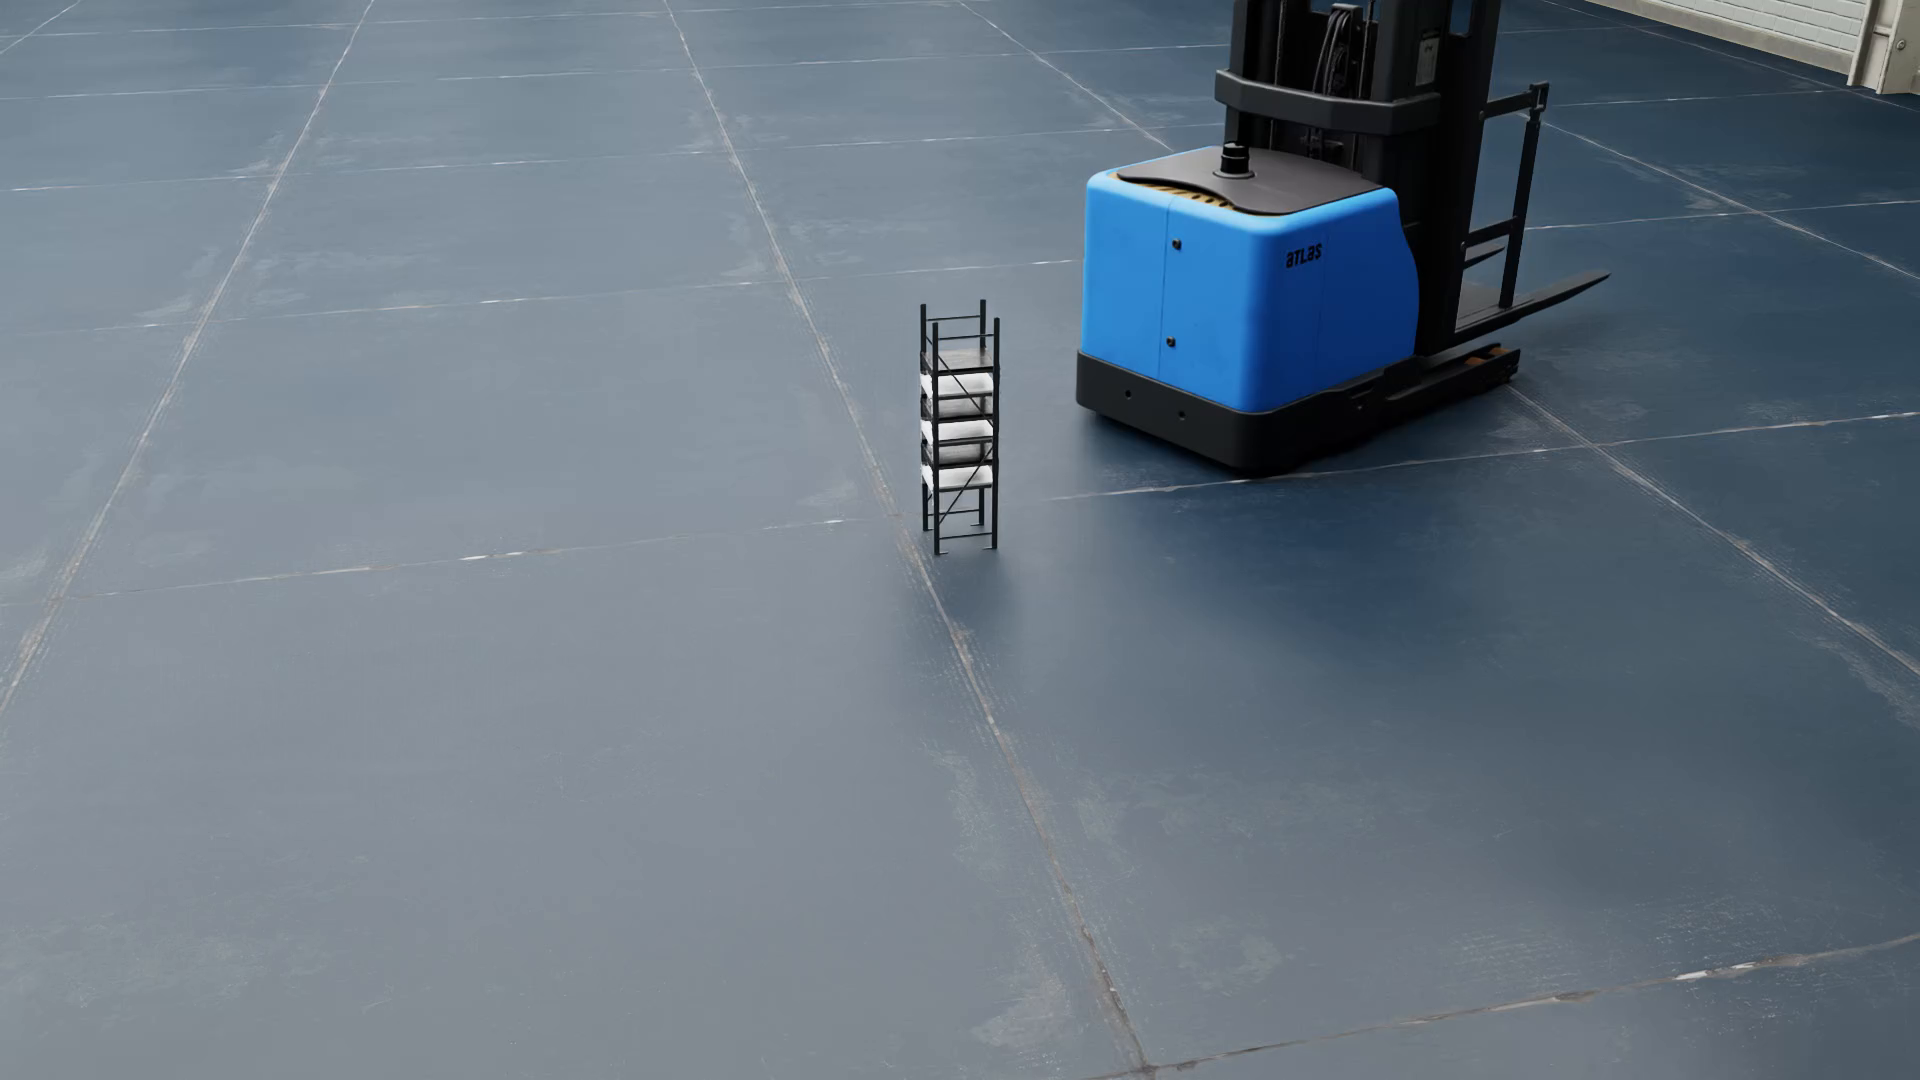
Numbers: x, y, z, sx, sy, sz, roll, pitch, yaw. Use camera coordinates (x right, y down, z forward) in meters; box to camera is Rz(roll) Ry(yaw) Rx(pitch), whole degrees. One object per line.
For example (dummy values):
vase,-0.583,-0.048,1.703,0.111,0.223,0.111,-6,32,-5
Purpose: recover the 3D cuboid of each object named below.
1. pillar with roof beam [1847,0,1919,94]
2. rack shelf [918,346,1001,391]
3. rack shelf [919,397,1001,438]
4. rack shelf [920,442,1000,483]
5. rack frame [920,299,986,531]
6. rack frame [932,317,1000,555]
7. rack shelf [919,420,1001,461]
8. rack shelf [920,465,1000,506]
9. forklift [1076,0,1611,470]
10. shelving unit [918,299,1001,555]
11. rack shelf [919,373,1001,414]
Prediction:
pillar with roof beam,3.289,-7.257,10.641,9.100,9.000,0.400,-6,27,-12
rack shelf,-0.002,-0.617,5.948,0.258,0.077,0.200,-6,27,-12
rack shelf,-0.002,-0.456,6.029,0.258,0.077,0.200,-6,27,-12
rack shelf,-0.002,-0.295,6.110,0.258,0.077,0.200,-6,27,-12
rack frame,-0.025,-0.450,6.143,0.240,0.900,0.006,-6,27,-12
rack frame,0.021,-0.361,5.966,0.240,0.900,0.006,-6,27,-12
rack shelf,-0.002,-0.376,6.069,0.258,0.077,0.200,-6,27,-12
rack shelf,-0.002,-0.215,6.150,0.258,0.077,0.200,-6,27,-12
forklift,1.949,-2.132,7.222,3.031,2.935,1.130,-22,34,-36
shelving unit,-0.002,-0.405,6.054,0.258,0.900,0.210,-6,27,-12
rack shelf,-0.002,-0.536,5.988,0.258,0.077,0.200,-6,27,-12
